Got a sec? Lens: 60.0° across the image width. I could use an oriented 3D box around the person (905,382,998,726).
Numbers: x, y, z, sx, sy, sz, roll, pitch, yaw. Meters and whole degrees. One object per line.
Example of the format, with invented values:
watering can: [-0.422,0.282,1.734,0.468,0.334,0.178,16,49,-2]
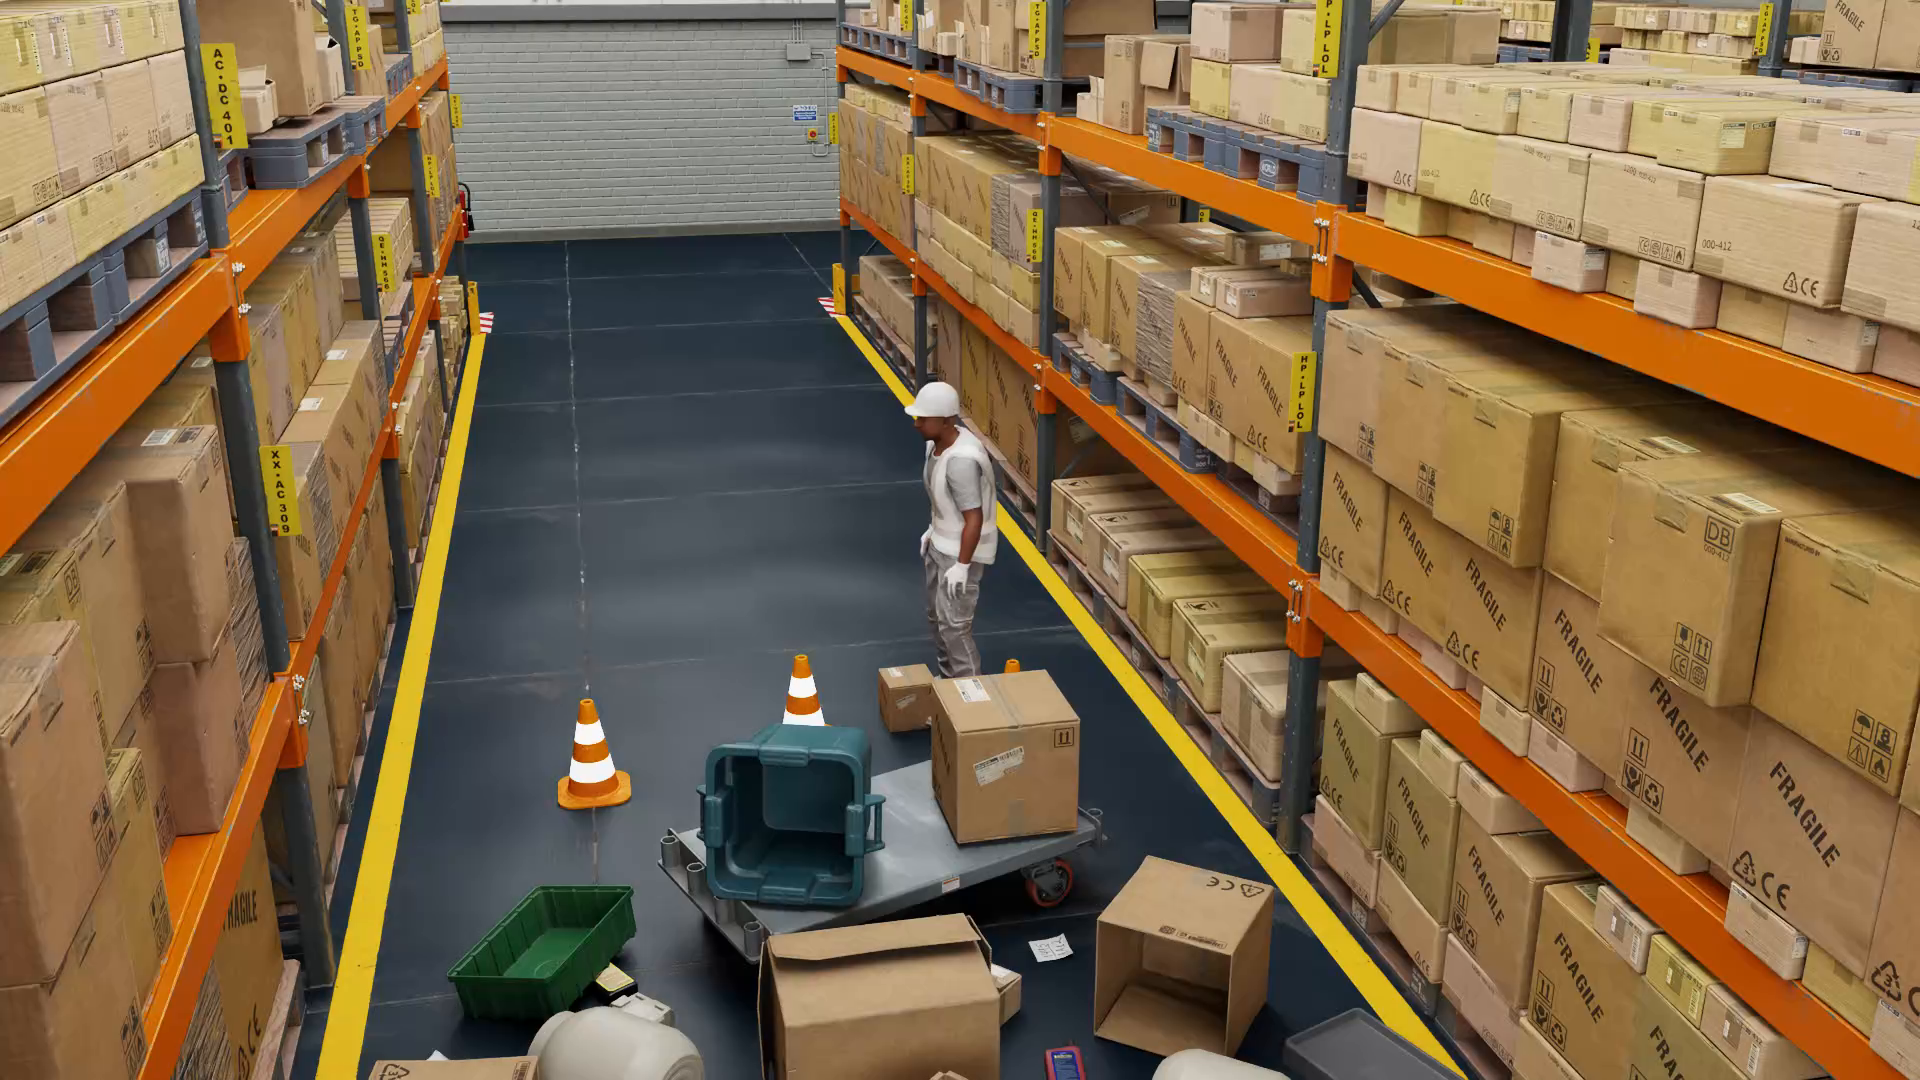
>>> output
person: [-0.053,0.062,8.375,0.450,1.774,0.617,-5,20,-14]
